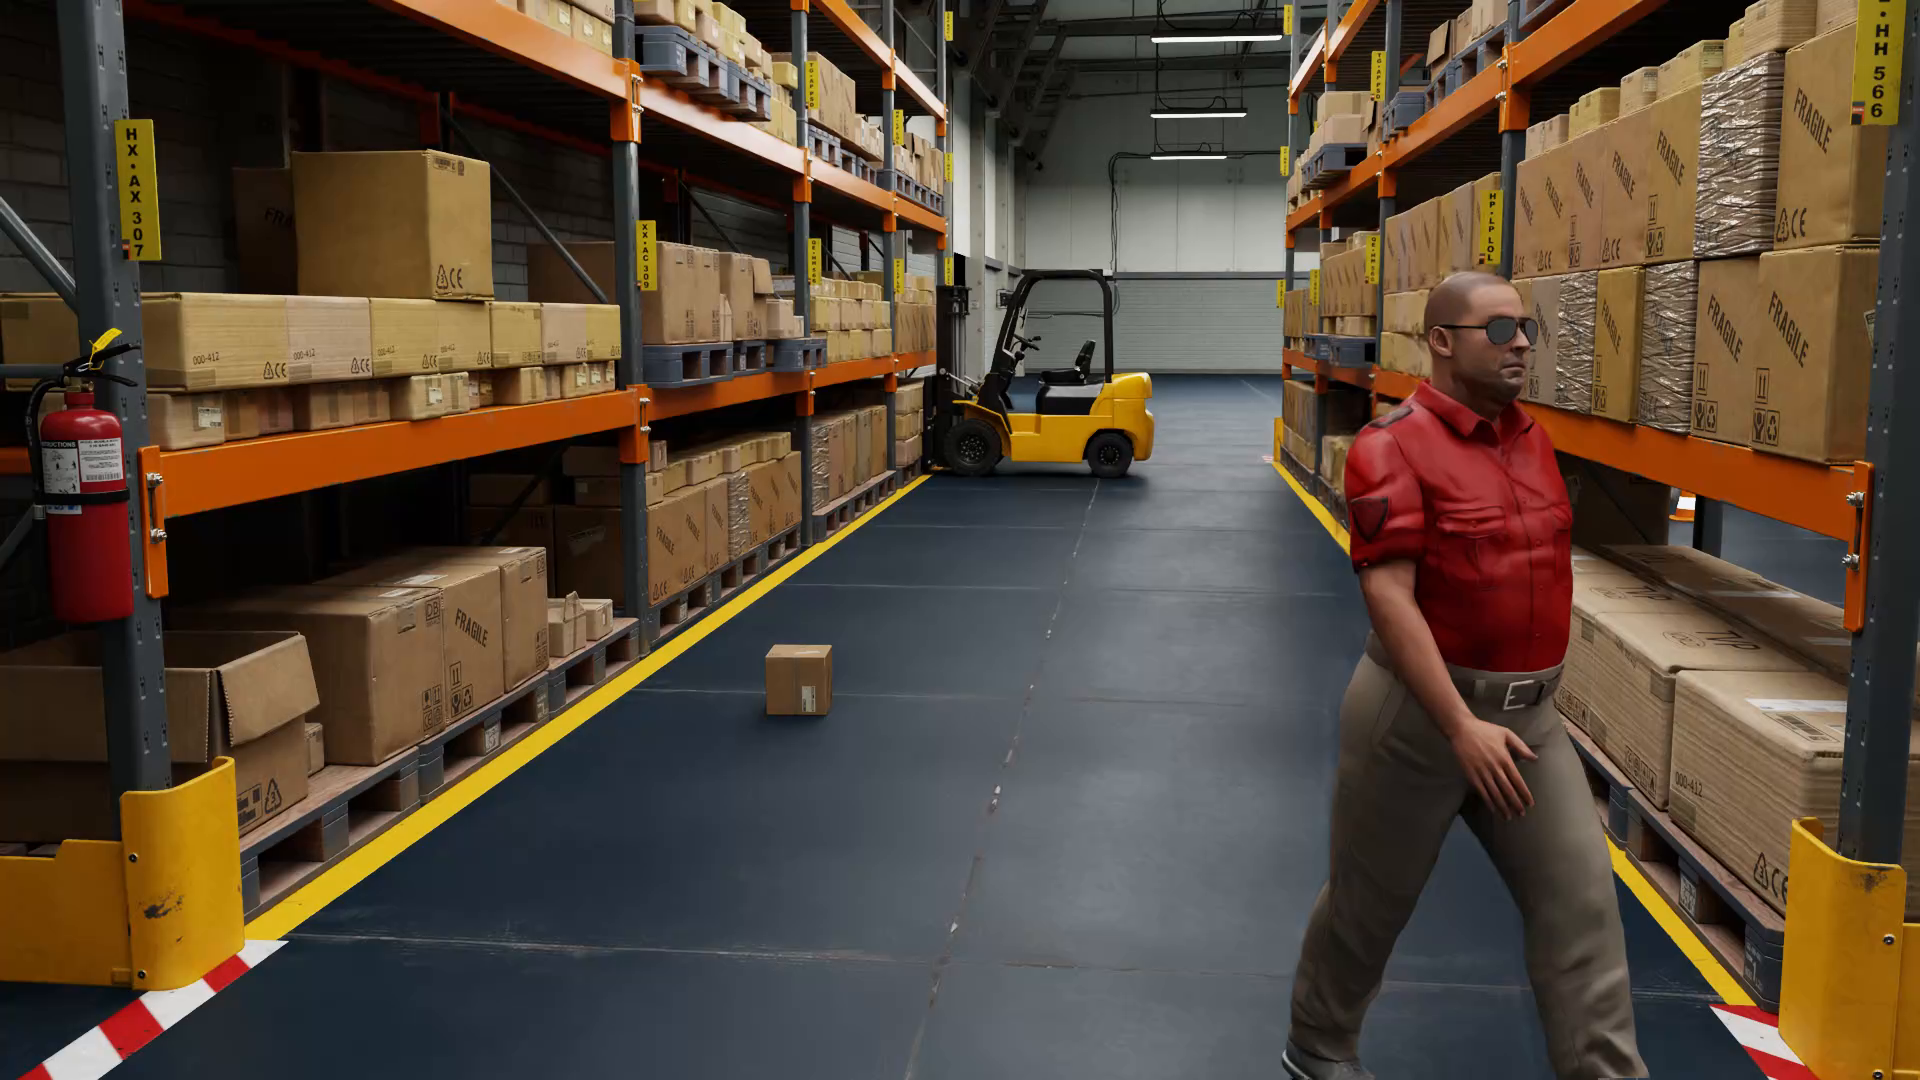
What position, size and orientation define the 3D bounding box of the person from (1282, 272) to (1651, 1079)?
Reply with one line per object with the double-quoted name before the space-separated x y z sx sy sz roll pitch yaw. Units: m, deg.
"person" 0.993 0.358 3.079 0.546 1.694 0.945 -4 8 -27
